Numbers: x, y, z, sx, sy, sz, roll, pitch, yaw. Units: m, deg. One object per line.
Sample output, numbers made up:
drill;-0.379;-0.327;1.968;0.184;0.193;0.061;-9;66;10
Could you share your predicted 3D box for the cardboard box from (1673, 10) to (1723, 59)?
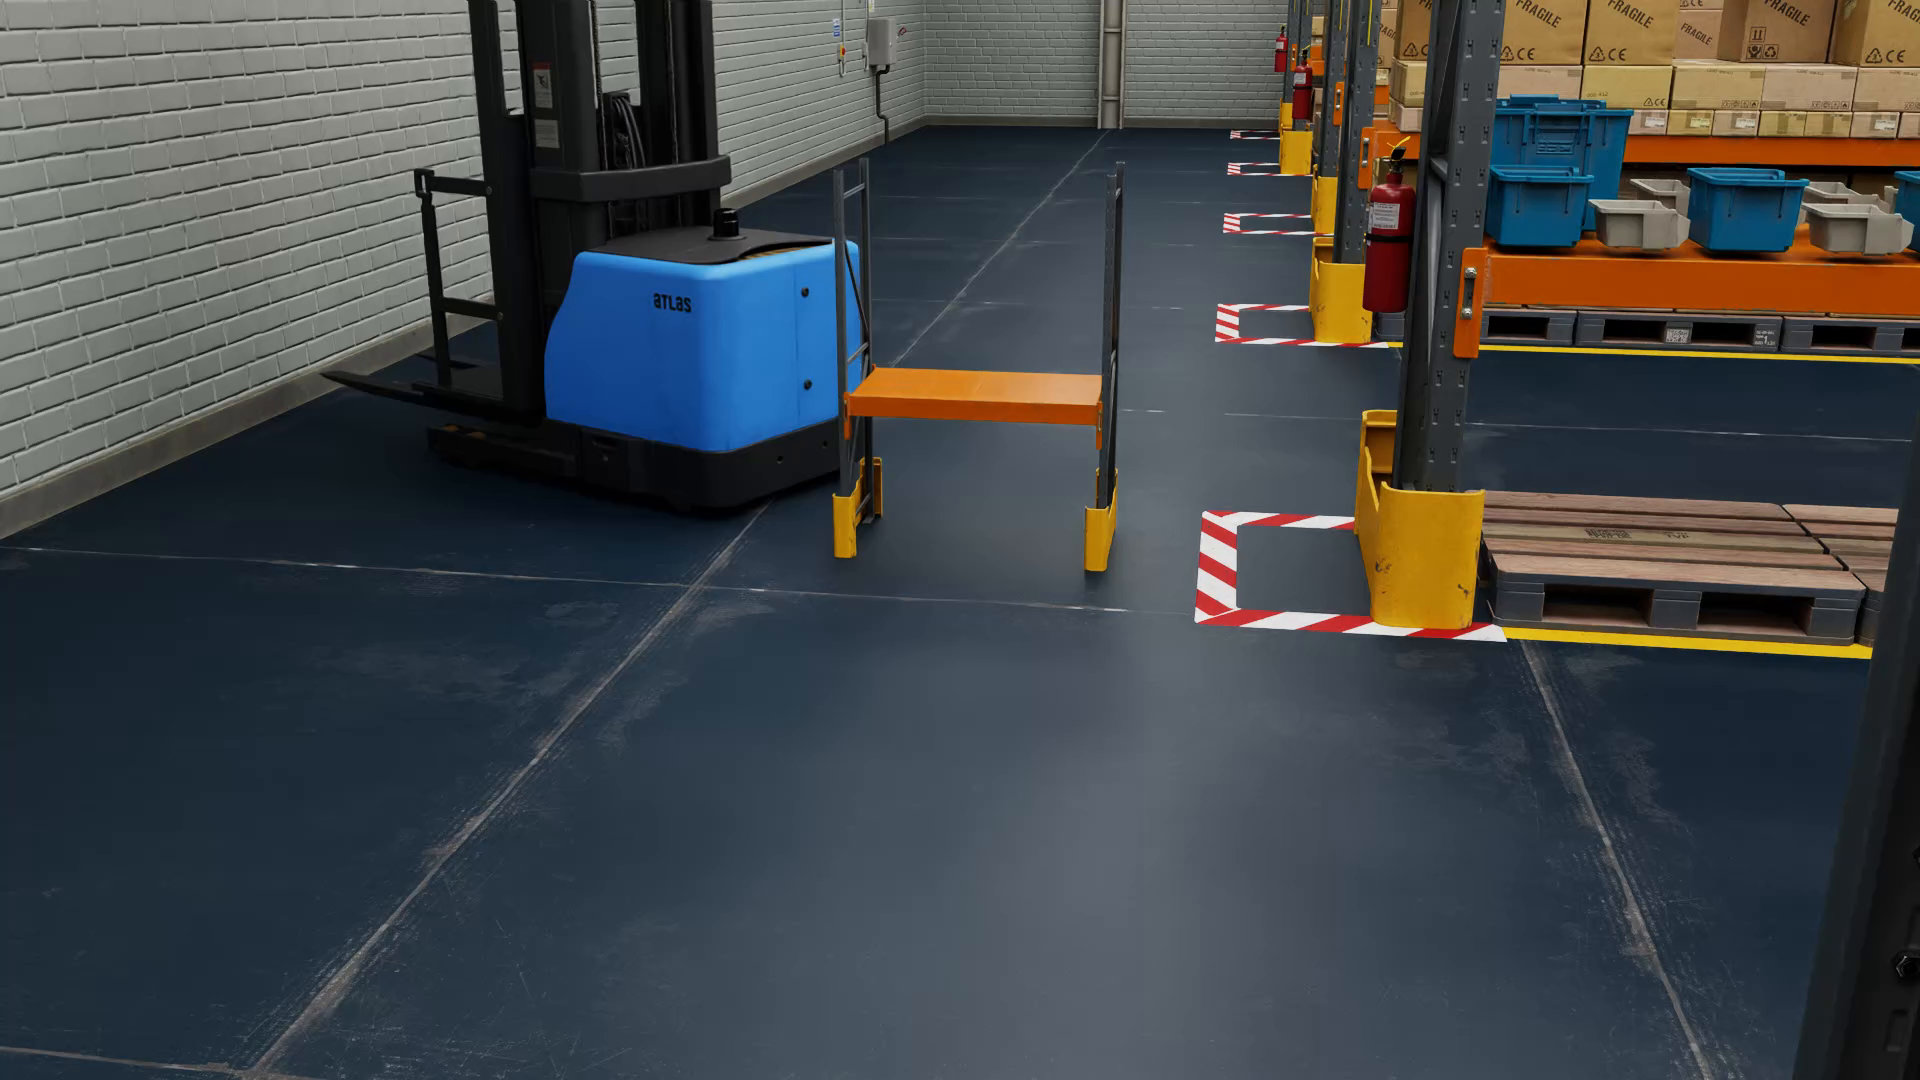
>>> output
cardboard box;6.340;-4.346;14.437;0.500;0.500;0.500;2;19;7

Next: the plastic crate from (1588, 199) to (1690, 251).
plastic crate;2.248;-1.041;5.509;0.298;0.136;0.250;3;19;9

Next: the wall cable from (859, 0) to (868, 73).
wall cable;-1.247;-7.155;21.860;0.122;1.984;0.588;3;19;9

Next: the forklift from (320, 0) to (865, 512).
forklift;-1.925;-1.857;7.733;3.031;2.935;1.130;13;22;33

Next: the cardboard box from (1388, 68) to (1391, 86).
cardboard box;3.951;-4.158;14.899;0.250;0.149;0.380;4;19;11

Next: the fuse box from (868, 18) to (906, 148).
fuse box;-0.983;-6.268;22.840;0.414;1.711;0.539;3;19;9

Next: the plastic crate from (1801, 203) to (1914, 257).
plastic crate;2.918;-1.007;5.407;0.298;0.136;0.250;3;19;9

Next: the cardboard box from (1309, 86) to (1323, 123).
cardboard box;5.483;-6.462;24.662;0.637;0.503;0.797;2;19;6

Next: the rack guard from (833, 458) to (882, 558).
rack guard;-0.416;-0.140;6.827;0.087;0.250;0.587;3;19;9

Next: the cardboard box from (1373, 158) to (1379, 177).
cardboard box;3.888;-3.393;15.109;0.250;0.149;0.380;2;19;6

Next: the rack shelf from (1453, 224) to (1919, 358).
rack shelf;3.728;-0.854;5.762;4.000;0.370;1.077;3;19;9

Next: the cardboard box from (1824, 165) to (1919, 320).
cardboard box;5.849;-1.896;10.429;0.875;0.875;0.875;3;19;9

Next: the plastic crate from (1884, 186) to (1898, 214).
plastic crate;3.445;-1.180;5.924;0.250;0.136;0.298;3;19;9

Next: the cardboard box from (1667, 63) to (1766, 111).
cardboard box;4.495;-2.733;10.013;0.500;0.250;0.500;3;19;8

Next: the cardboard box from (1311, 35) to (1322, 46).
cardboard box;5.175;-7.286;24.246;0.250;0.149;0.380;3;19;8

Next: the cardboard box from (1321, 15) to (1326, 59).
cardboard box;4.629;-6.058;20.024;0.500;0.500;0.500;3;19;9

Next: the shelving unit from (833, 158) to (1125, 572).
shelving unit;0.075;-0.707;6.554;1.083;1.500;0.587;3;19;9

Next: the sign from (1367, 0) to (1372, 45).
sign;2.445;-3.122;9.917;0.005;0.325;0.100;3;19;9

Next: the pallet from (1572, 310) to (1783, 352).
pallet;4.541;-1.447;10.796;1.213;0.211;1.003;3;19;9

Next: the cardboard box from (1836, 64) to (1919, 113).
cardboard box;5.499;-2.681;9.857;0.500;0.250;0.500;3;19;10

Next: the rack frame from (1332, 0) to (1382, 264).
rack frame;2.539;-2.847;10.586;0.127;3.000;1.000;3;19;9

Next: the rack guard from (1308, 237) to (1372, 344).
rack guard;2.515;-1.663;10.986;0.348;0.500;1.175;3;19;9

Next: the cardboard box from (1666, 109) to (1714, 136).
cardboard box;4.356;-2.530;10.033;0.250;0.149;0.380;2;19;7

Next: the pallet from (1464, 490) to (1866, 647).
pallet;2.561;0.080;6.230;1.213;0.211;1.003;3;19;9

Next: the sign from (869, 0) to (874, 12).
sign;-1.197;-7.264;22.484;0.001;0.242;0.339;3;19;9

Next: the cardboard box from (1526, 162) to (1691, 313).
cardboard box;4.082;-1.986;10.698;0.875;0.875;0.875;3;19;9

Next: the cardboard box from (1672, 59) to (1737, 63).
cardboard box;4.577;-2.900;10.510;0.500;0.250;0.500;3;19;9

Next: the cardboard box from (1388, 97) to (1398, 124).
cardboard box;2.942;-2.814;10.880;0.250;0.149;0.380;3;19;10

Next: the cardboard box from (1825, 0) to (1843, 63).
cardboard box;5.571;-3.203;10.235;0.500;0.500;0.500;3;19;9

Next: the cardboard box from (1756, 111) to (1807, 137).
cardboard box;4.866;-2.504;9.956;0.250;0.149;0.380;3;19;8

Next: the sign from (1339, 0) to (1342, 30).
sign;3.339;-4.637;14.569;0.005;0.325;0.100;3;19;9

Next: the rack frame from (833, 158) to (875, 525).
rack frame;-0.418;-0.733;6.629;0.032;1.500;0.500;3;19;9

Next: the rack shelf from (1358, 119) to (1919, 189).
rack shelf;4.513;-2.406;10.399;4.000;0.370;1.077;3;19;9

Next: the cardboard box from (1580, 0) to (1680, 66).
cardboard box;3.976;-3.115;9.971;0.500;0.500;0.500;2;19;7

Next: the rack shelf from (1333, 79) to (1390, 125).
rack shelf;5.400;-3.954;15.028;4.000;0.370;1.077;3;19;9

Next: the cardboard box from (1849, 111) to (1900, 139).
cardboard box;5.373;-2.478;9.879;0.250;0.149;0.380;3;19;10

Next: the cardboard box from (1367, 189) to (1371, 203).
cardboard box;3.978;-3.282;15.717;0.250;0.149;0.380;3;19;10

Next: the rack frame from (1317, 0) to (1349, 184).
rack frame;3.425;-4.396;15.215;0.127;3.000;1.000;3;19;9

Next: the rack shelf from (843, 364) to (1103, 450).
rack shelf;0.084;-0.536;6.609;1.000;0.185;0.538;3;19;9

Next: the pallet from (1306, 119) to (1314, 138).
pallet;5.756;-6.141;24.825;1.213;0.211;1.003;3;19;9

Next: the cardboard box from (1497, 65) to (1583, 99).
cardboard box;3.484;-2.785;10.165;0.500;0.250;0.500;3;19;8

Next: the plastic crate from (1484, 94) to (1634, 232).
plastic crate;2.113;-1.383;6.058;0.499;0.435;0.616;3;19;9

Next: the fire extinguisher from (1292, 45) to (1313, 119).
fire extinguisher;3.250;-4.340;15.756;0.183;0.674;0.296;3;19;9

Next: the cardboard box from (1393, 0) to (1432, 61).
cardboard box;3.061;-3.331;10.616;0.500;0.500;0.500;3;19;9

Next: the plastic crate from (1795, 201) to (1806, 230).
plastic crate;2.871;-1.196;5.970;0.243;0.136;0.396;3;19;9

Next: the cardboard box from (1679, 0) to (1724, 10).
cardboard box;6.356;-4.821;14.282;0.500;0.500;0.500;2;19;7

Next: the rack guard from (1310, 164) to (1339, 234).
rack guard;3.500;-3.207;15.600;0.348;0.500;1.175;3;19;9

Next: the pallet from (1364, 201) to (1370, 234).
pallet;4.297;-3.018;15.490;1.213;0.211;1.003;3;19;9

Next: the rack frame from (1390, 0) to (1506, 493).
rack frame;1.753;-1.296;5.948;0.127;3.000;1.000;3;19;9
